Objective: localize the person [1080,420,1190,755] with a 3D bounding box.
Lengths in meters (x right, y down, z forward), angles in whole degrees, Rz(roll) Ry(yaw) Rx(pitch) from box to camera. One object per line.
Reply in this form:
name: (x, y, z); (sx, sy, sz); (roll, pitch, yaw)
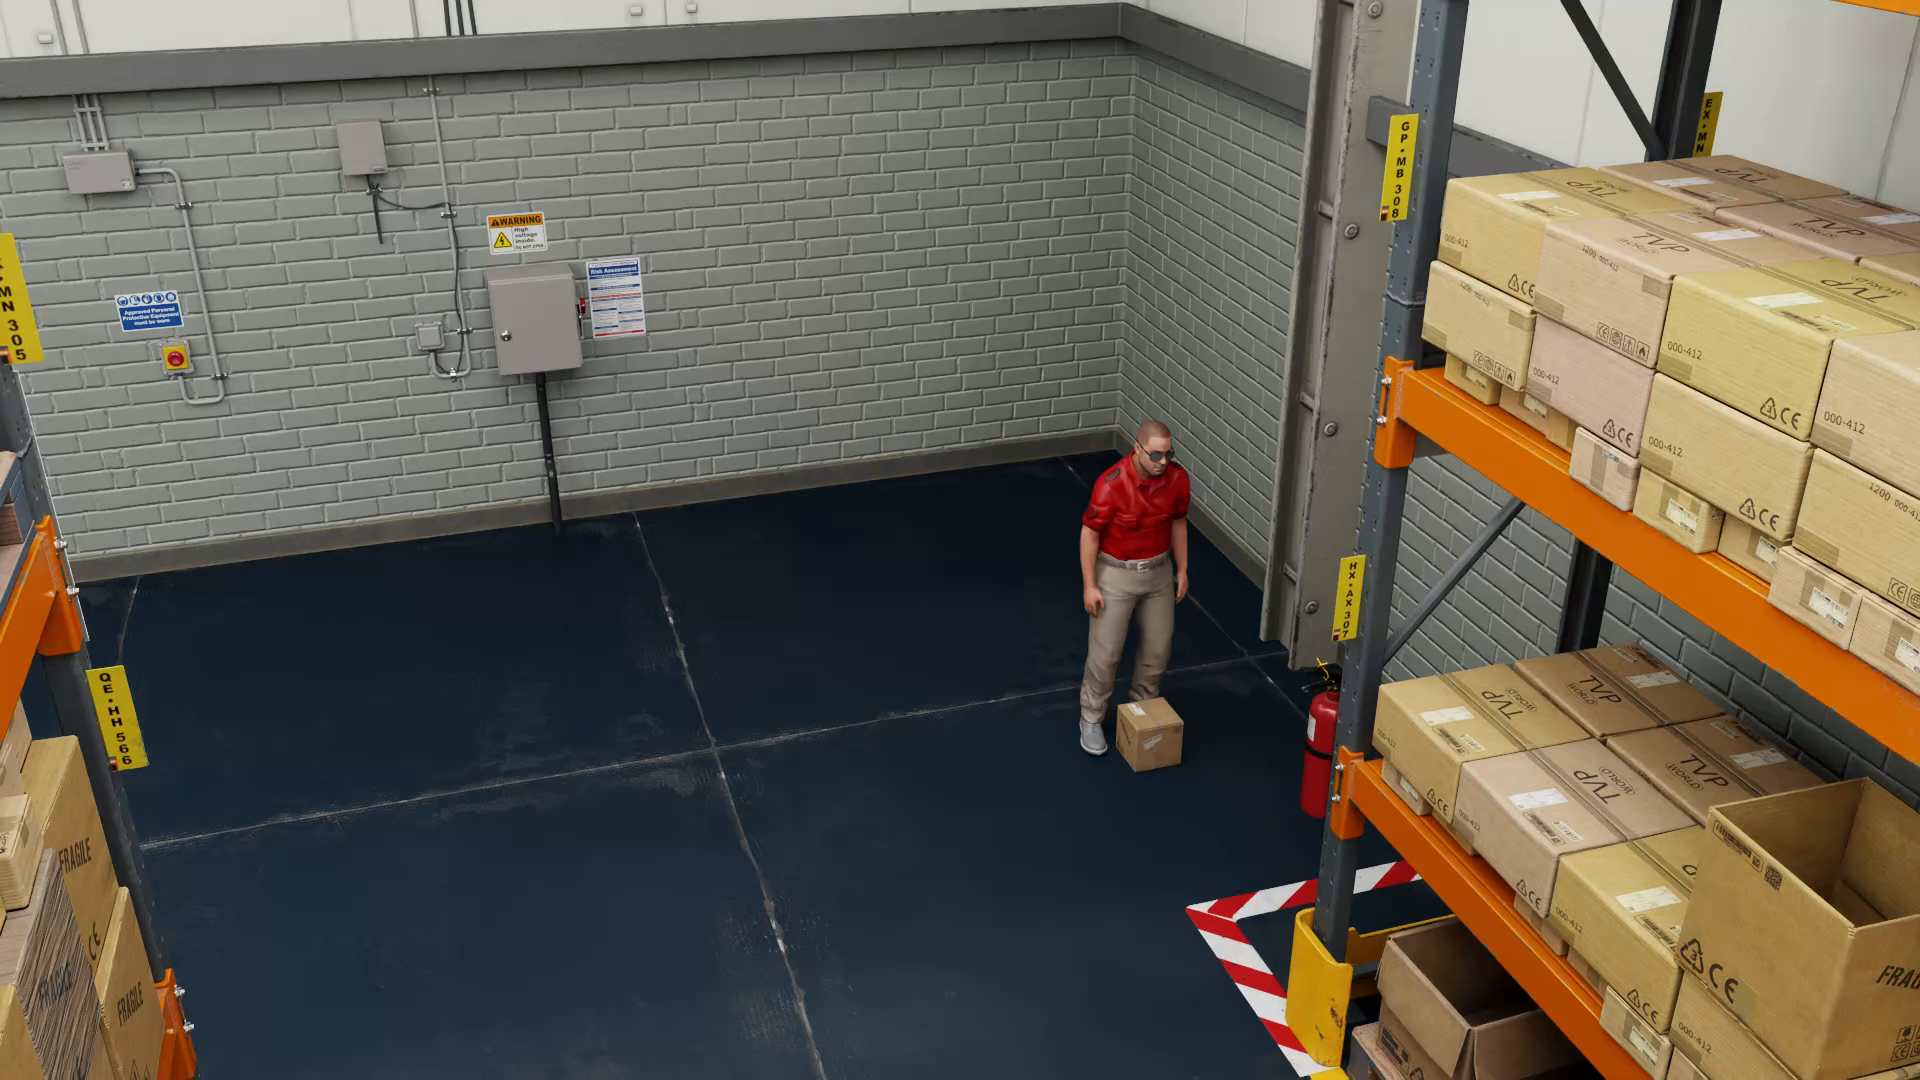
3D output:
person: (0.865, 0.203, 8.217); (0.599, 1.726, 0.393); (-10, 28, -19)
